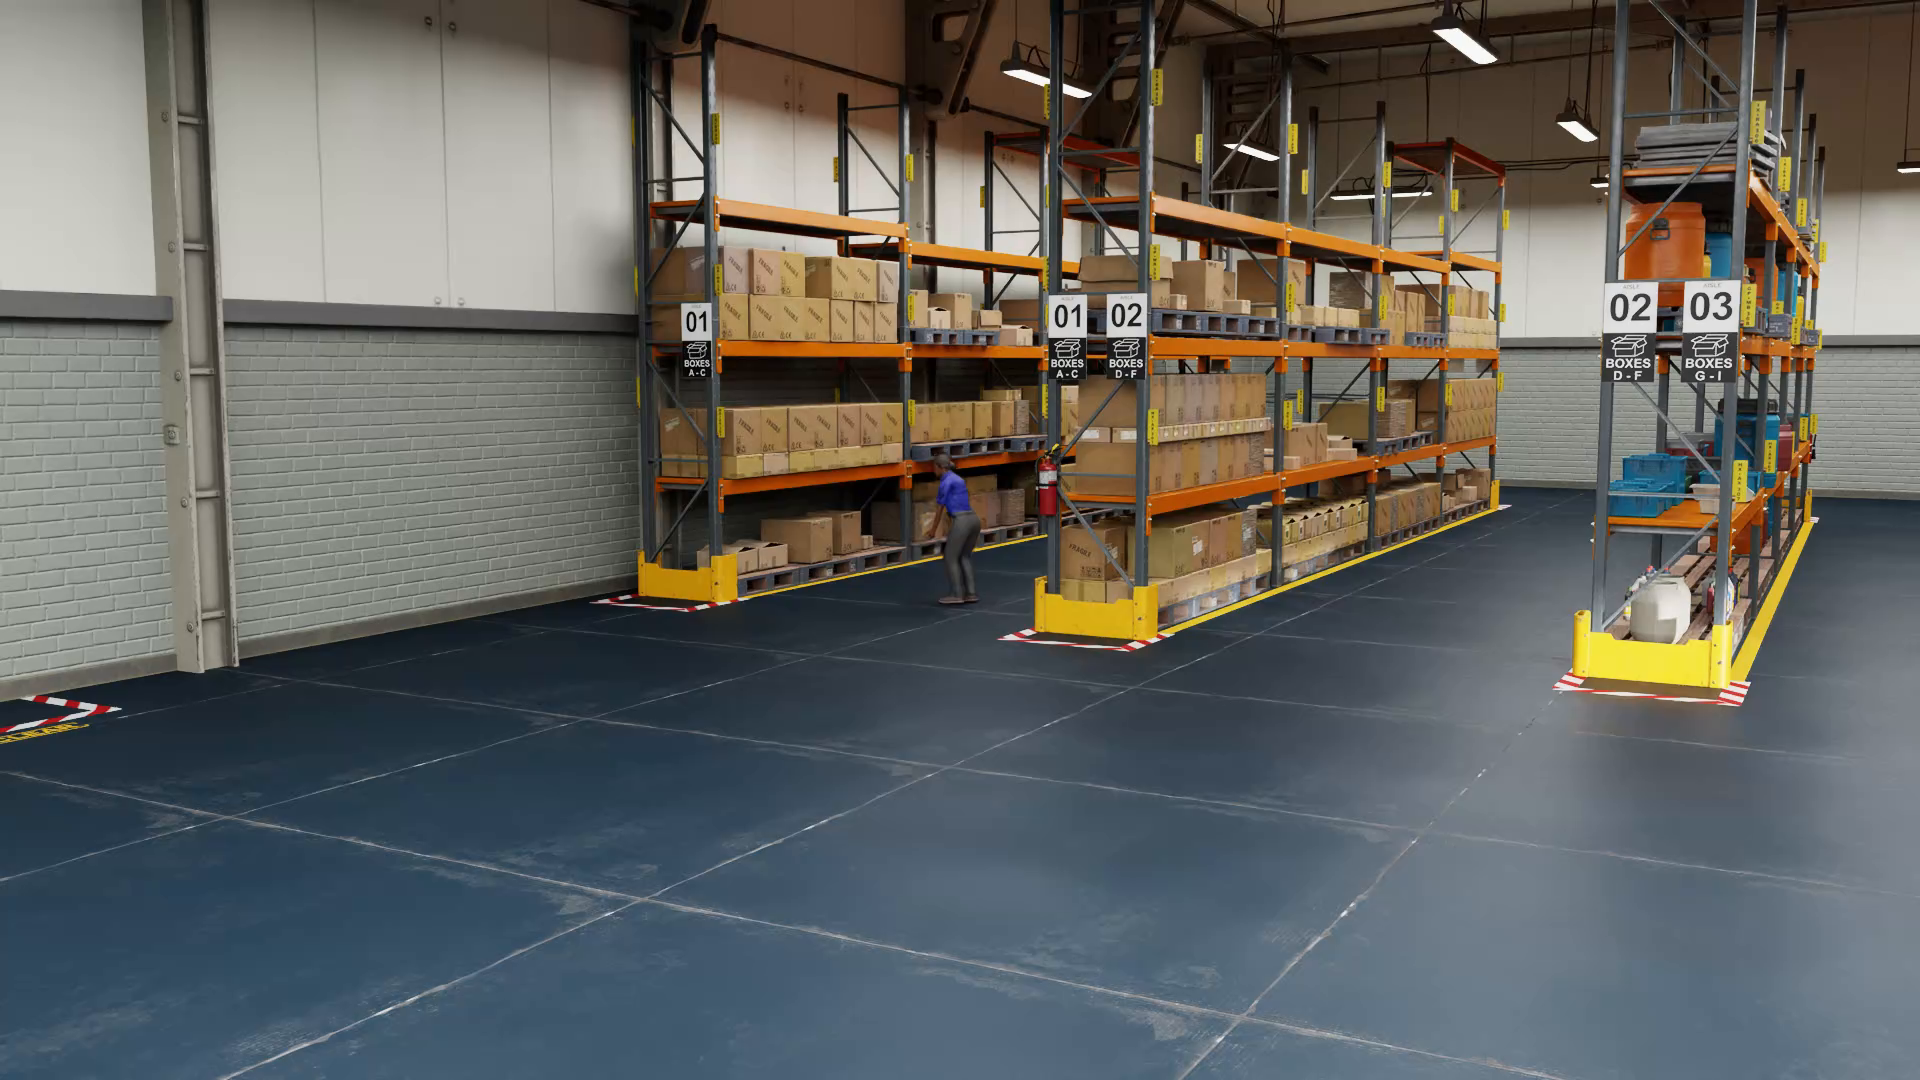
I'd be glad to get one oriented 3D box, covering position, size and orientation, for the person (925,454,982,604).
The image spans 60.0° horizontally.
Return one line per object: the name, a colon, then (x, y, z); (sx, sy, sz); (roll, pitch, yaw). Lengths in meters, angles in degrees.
person: (-0.070, -0.117, 17.827); (0.560, 1.599, 0.413); (3, 7, 27)
